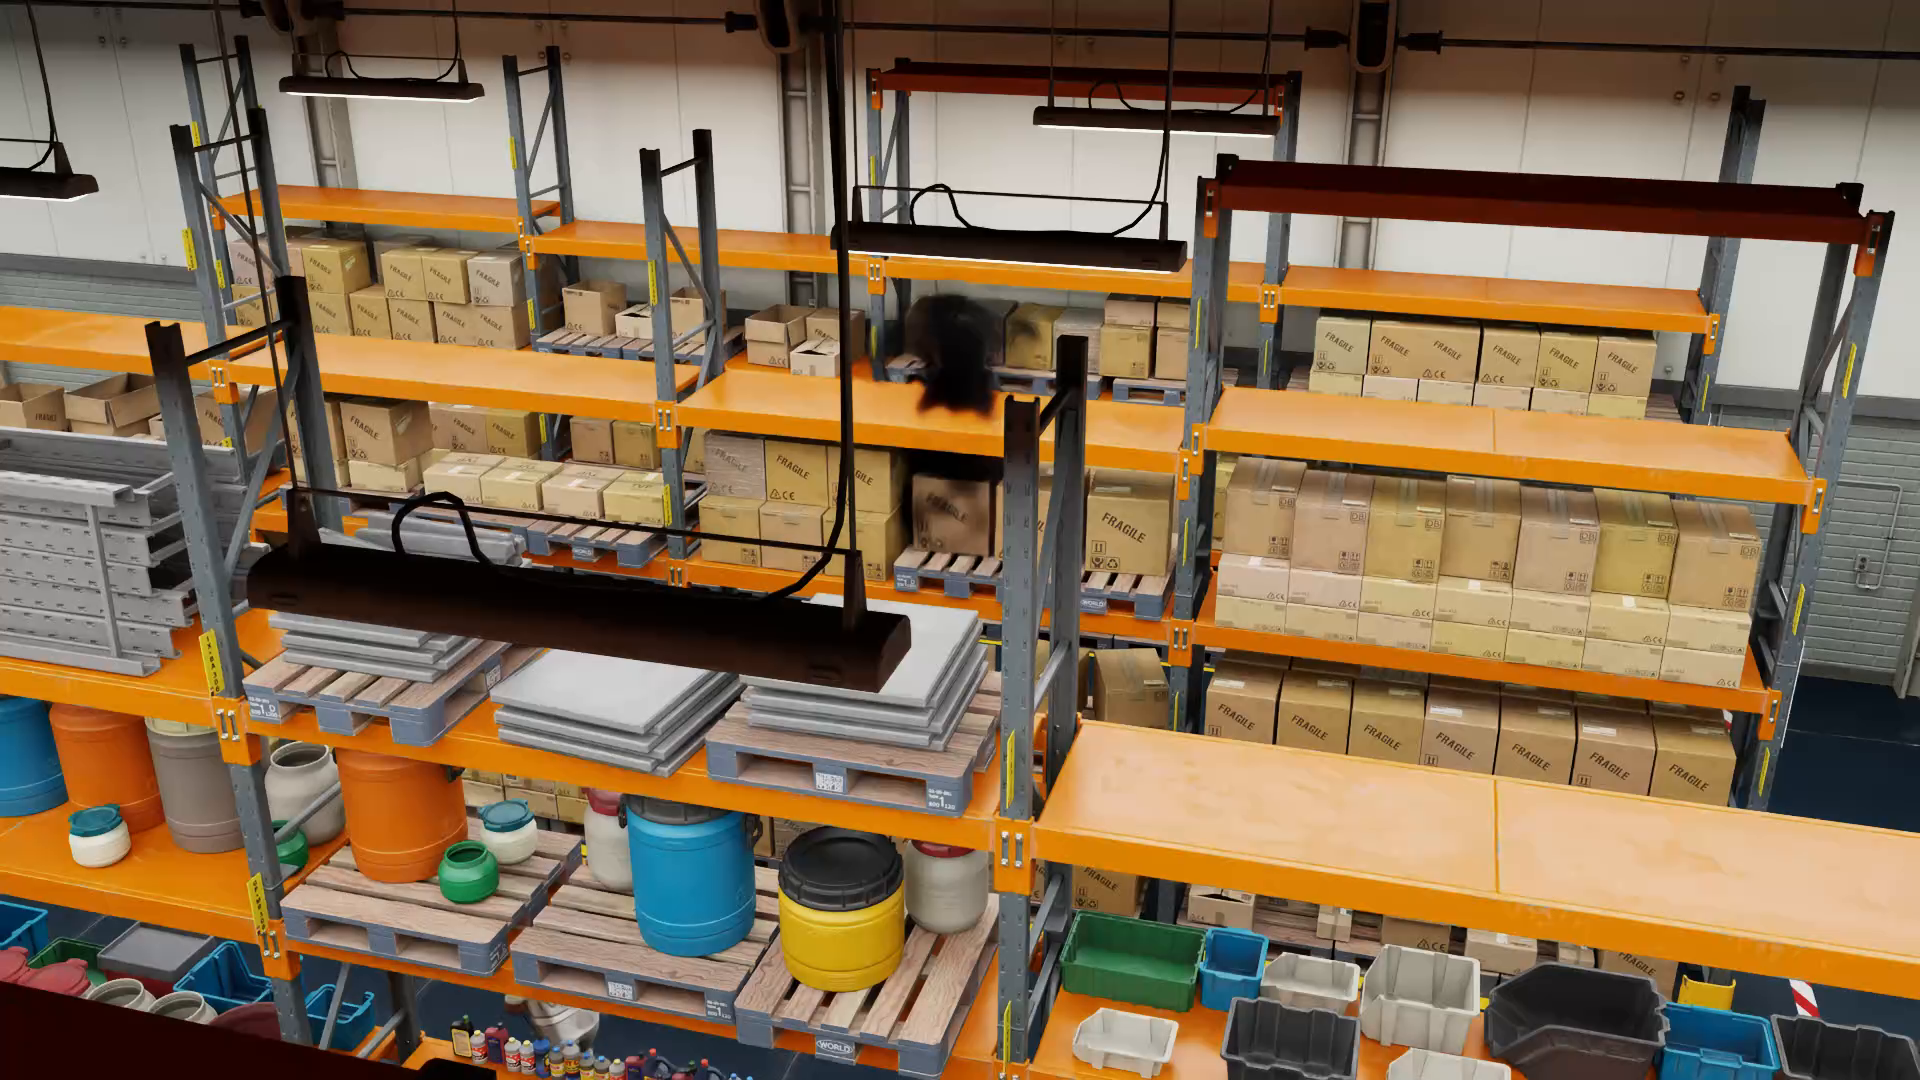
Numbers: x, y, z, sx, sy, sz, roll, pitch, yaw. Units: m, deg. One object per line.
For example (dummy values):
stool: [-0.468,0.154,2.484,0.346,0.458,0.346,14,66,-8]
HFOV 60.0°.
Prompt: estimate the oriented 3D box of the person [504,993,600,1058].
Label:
person: [-2.591,3.180,10.990,0.760,1.695,0.569,-20,30,-40]
